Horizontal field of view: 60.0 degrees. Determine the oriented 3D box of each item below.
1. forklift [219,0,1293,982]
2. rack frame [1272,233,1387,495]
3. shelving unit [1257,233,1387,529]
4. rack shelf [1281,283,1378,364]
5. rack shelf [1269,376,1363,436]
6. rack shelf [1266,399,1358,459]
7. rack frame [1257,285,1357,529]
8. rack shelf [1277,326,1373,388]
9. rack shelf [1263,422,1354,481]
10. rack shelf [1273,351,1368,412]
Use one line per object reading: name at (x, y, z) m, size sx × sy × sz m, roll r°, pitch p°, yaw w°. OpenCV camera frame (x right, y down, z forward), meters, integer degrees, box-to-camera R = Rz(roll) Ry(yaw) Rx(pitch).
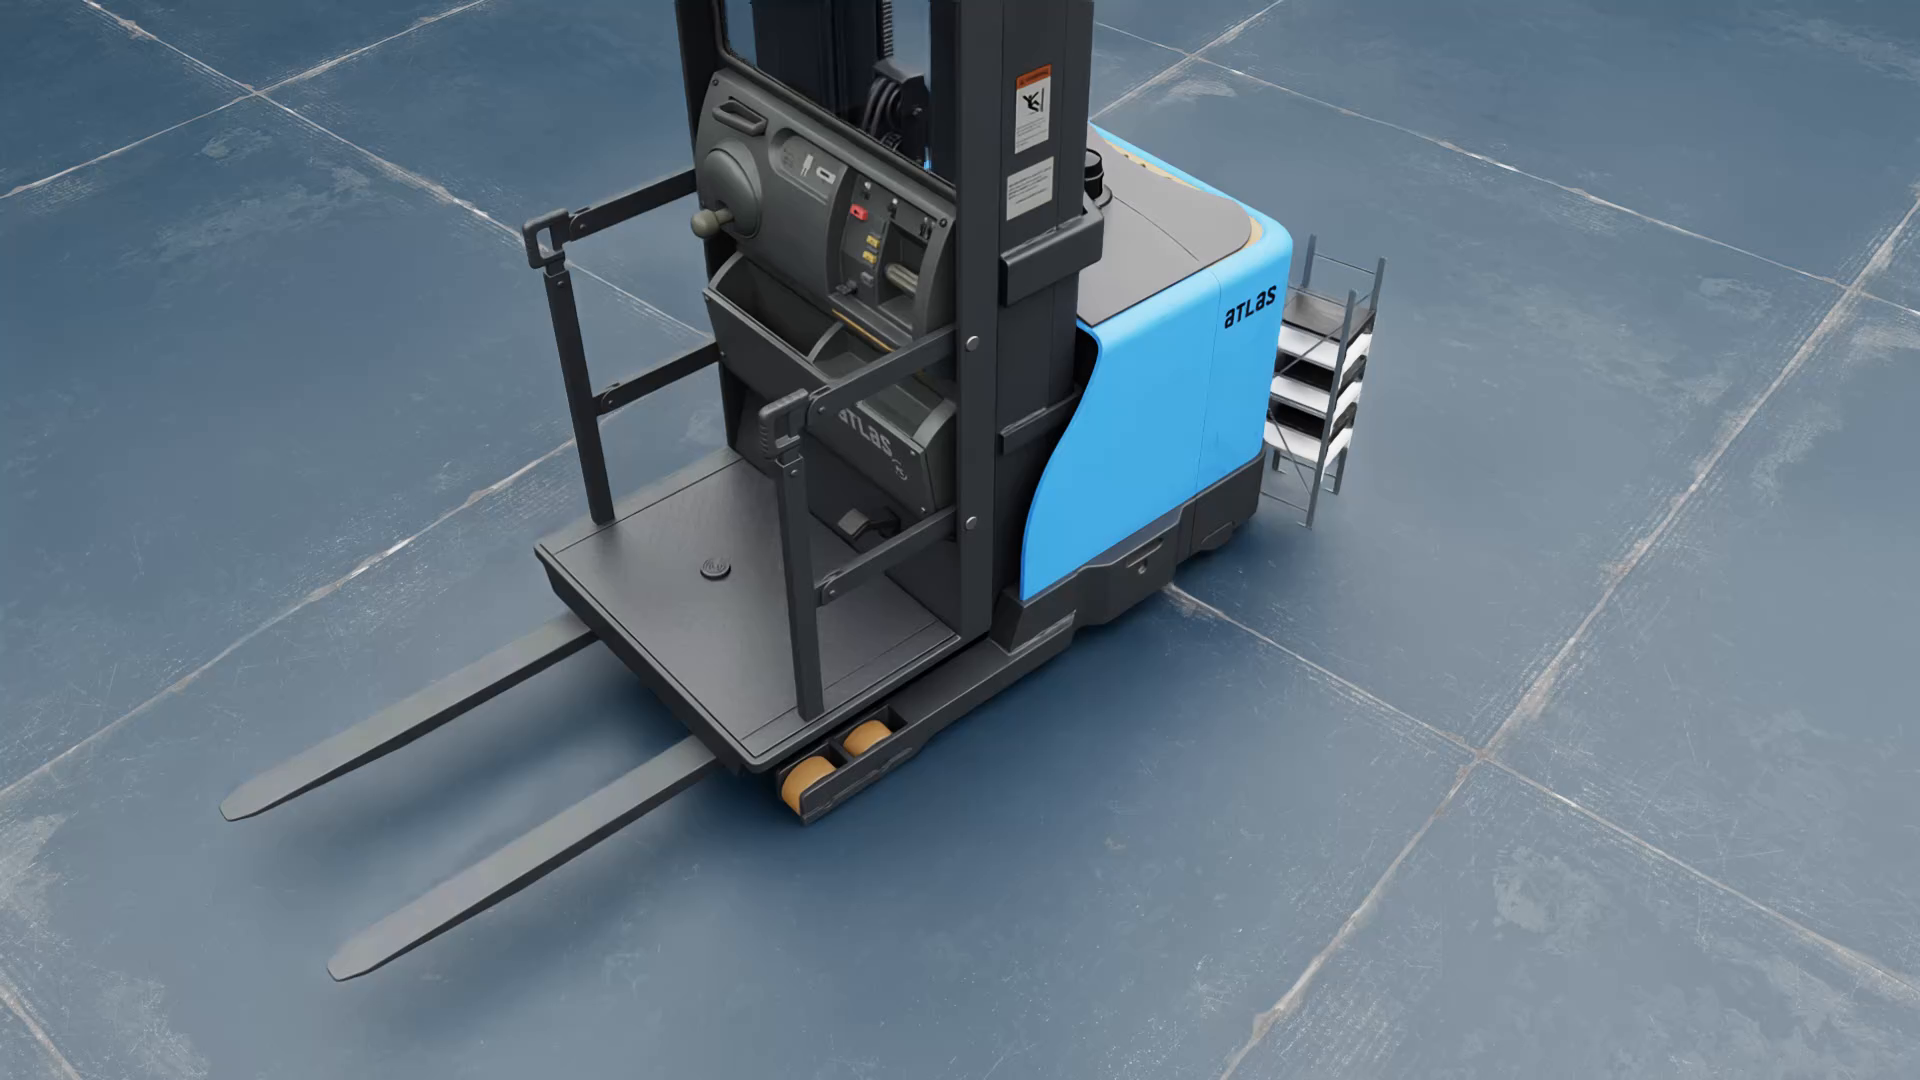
forklift at (-0.502, -0.744, 3.890) m, size 3.031 × 2.935 × 1.130 m, roll -30°, pitch 50°, yaw -29°
rack frame at (1.134, -0.526, 5.160) m, size 0.240 × 0.900 × 0.006 m, roll 25°, pitch 48°, yaw 25°
shelving unit at (1.076, -0.470, 5.098) m, size 0.258 × 0.900 × 0.210 m, roll 25°, pitch 48°, yaw 25°
rack shelf at (1.076, -0.645, 4.939) m, size 0.258 × 0.077 × 0.200 m, roll 25°, pitch 48°, yaw 25°
rack shelf at (1.076, -0.445, 5.120) m, size 0.258 × 0.077 × 0.200 m, roll 25°, pitch 48°, yaw 25°
rack shelf at (1.076, -0.379, 5.181) m, size 0.258 × 0.077 × 0.200 m, roll 25°, pitch 48°, yaw 25°
rack frame at (1.019, -0.413, 5.036) m, size 0.240 × 0.900 × 0.006 m, roll 25°, pitch 48°, yaw 25°
rack shelf at (1.076, -0.578, 4.999) m, size 0.258 × 0.077 × 0.200 m, roll 25°, pitch 48°, yaw 25°
rack shelf at (1.076, -0.312, 5.241) m, size 0.258 × 0.077 × 0.200 m, roll 25°, pitch 48°, yaw 25°
rack shelf at (1.076, -0.512, 5.060) m, size 0.258 × 0.077 × 0.200 m, roll 25°, pitch 48°, yaw 25°
